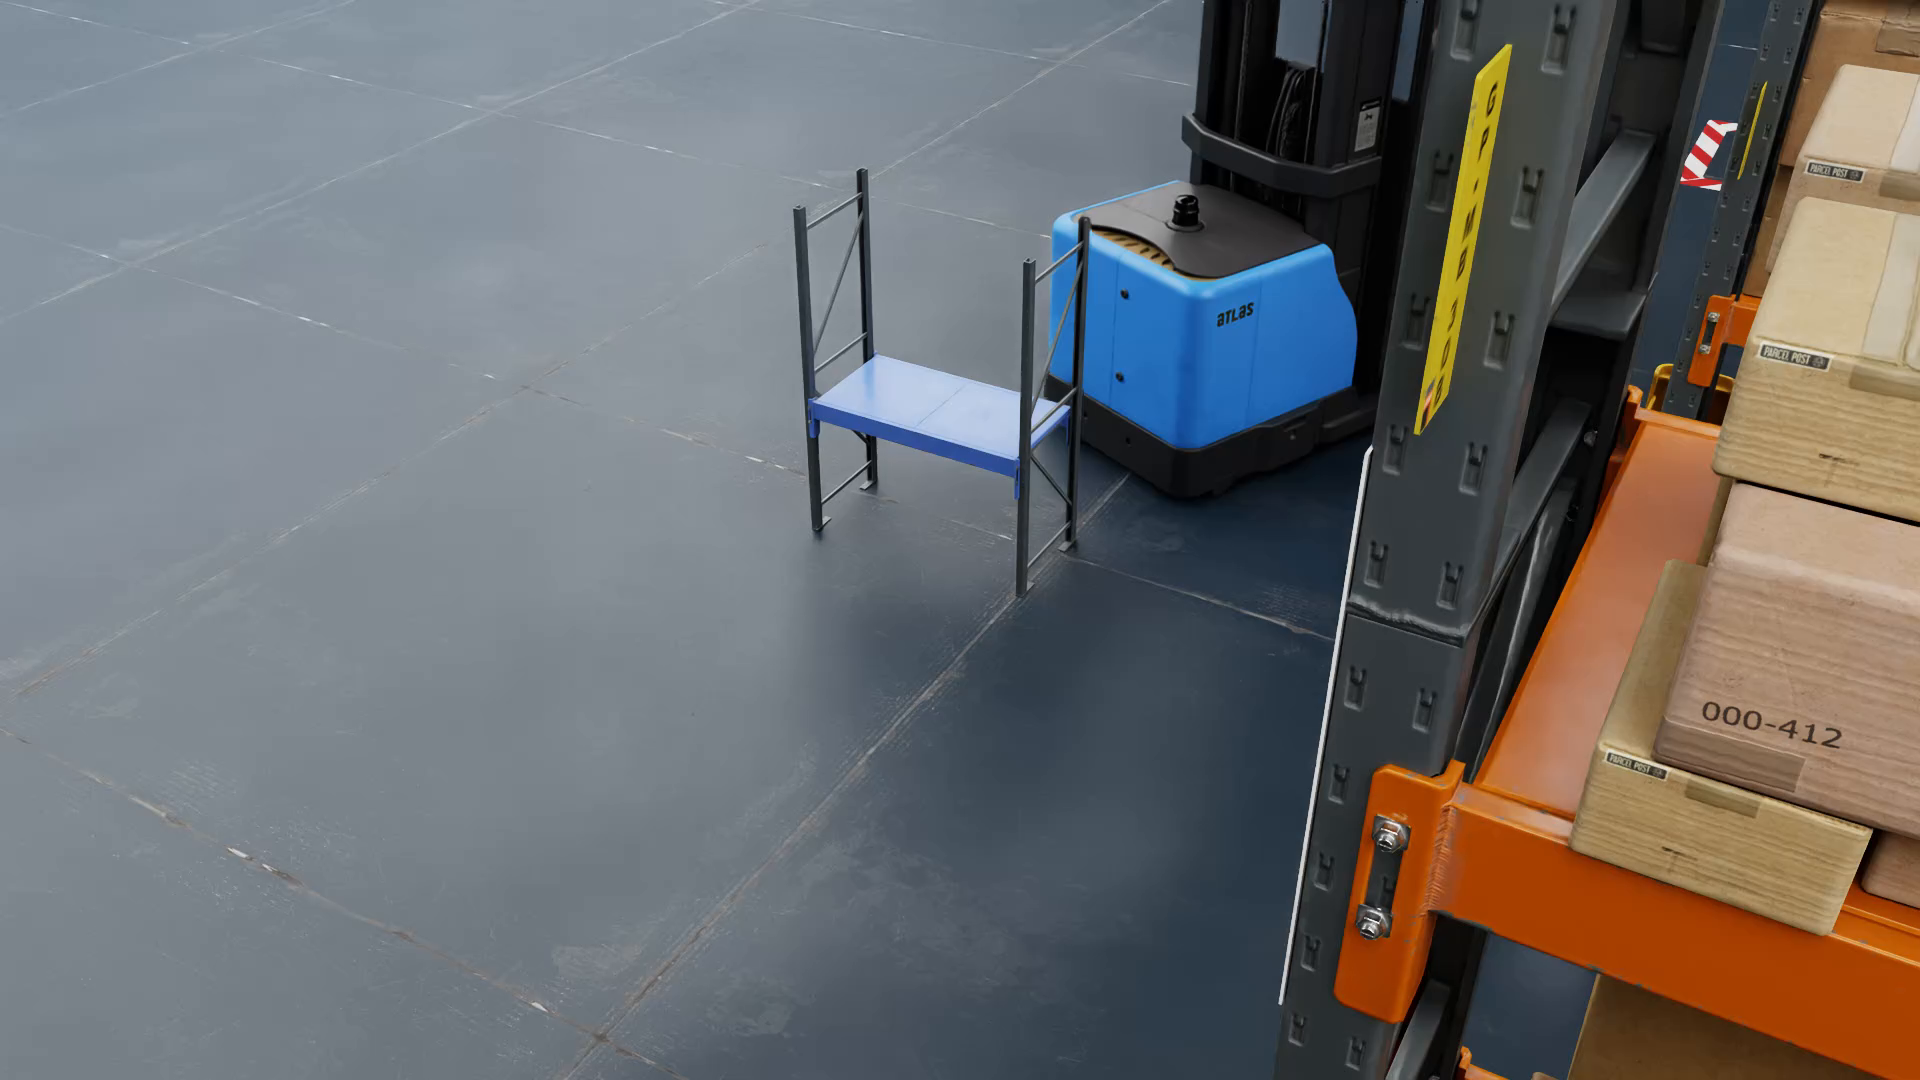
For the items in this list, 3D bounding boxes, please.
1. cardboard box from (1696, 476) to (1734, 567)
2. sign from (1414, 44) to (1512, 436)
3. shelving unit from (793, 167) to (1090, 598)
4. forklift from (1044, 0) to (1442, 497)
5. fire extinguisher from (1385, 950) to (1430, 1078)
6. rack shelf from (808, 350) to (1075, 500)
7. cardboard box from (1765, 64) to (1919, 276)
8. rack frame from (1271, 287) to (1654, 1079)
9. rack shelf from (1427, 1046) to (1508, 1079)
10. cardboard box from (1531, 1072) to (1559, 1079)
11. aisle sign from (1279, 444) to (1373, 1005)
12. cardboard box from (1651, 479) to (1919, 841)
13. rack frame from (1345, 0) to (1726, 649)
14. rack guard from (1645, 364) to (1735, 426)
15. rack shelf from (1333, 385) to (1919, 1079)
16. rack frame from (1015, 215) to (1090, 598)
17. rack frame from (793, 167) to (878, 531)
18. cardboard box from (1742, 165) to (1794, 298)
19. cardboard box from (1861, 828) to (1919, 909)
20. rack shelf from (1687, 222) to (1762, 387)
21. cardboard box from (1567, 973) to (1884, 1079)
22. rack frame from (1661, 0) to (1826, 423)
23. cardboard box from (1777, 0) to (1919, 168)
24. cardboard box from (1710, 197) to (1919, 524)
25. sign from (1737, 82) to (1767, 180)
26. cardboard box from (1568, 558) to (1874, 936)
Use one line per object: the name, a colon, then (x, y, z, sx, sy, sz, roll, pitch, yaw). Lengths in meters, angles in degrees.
cardboard box: (1.148, -0.081, 2.185, 0.250, 0.149, 0.380, 18, 38, 25)
sign: (0.431, -0.251, 1.426, 0.005, 0.325, 0.100, 18, 37, 24)
shelving unit: (-0.074, -0.648, 6.870, 1.048, 1.500, 0.538, 18, 37, 24)
forklift: (1.889, -2.060, 7.700, 3.031, 2.935, 1.130, -22, 40, -30)
fire extinguisher: (0.829, 0.879, 3.294, 0.183, 0.674, 0.296, 18, 37, 24)
rack shelf: (-0.074, -0.498, 6.969, 1.000, 0.185, 0.538, 18, 37, 24)
cardboard box: (1.140, -0.425, 1.983, 0.250, 0.149, 0.380, 18, 38, 25)
rack frame: (0.700, 1.100, 2.892, 0.127, 3.000, 1.000, 18, 37, 24)
rack shelf: (2.436, 1.949, 2.265, 4.000, 0.370, 1.077, 18, 37, 24)
cardboard box: (0.973, 1.198, 2.386, 0.500, 0.500, 0.500, 17, 37, 24)
aisle sign: (0.492, 0.150, 1.973, 0.004, 0.787, 0.394, 18, 37, 24)
cardboard box: (1.004, 0.056, 1.620, 0.500, 0.250, 0.500, 17, 37, 24)
rack frame: (0.700, -1.397, 1.229, 0.127, 3.000, 1.000, 18, 37, 24)
rack guard: (3.047, -0.276, 7.214, 0.348, 0.500, 1.175, 18, 37, 24)
rack shelf: (2.436, 0.701, 1.434, 4.000, 0.370, 1.077, 18, 37, 24)
rack frame: (0.367, -0.508, 6.660, 0.032, 1.500, 0.500, 18, 37, 24)
rack frame: (-0.515, -0.788, 7.079, 0.032, 1.500, 0.500, 18, 37, 24)
cardboard box: (3.413, -1.292, 6.349, 0.550, 0.550, 0.875, 18, 37, 24)
cardboard box: (1.099, 0.233, 1.715, 0.250, 0.149, 0.380, 16, 37, 23)
rack shelf: (4.804, -0.461, 5.884, 4.000, 0.370, 1.077, 18, 37, 24)
cardboard box: (1.252, 0.554, 2.452, 0.500, 0.500, 0.700, 17, 37, 23)
rack frame: (3.068, -1.310, 6.511, 0.127, 3.000, 1.000, 18, 37, 24)
cardboard box: (3.371, -1.701, 5.989, 0.550, 0.550, 0.875, 18, 37, 24)
cardboard box: (0.907, -0.180, 1.615, 0.250, 0.149, 0.380, 17, 37, 24)
sign: (2.787, -1.438, 5.850, 0.005, 0.325, 0.100, 18, 37, 24)
cardboard box: (0.827, 0.203, 1.759, 0.250, 0.149, 0.380, 18, 38, 24)
